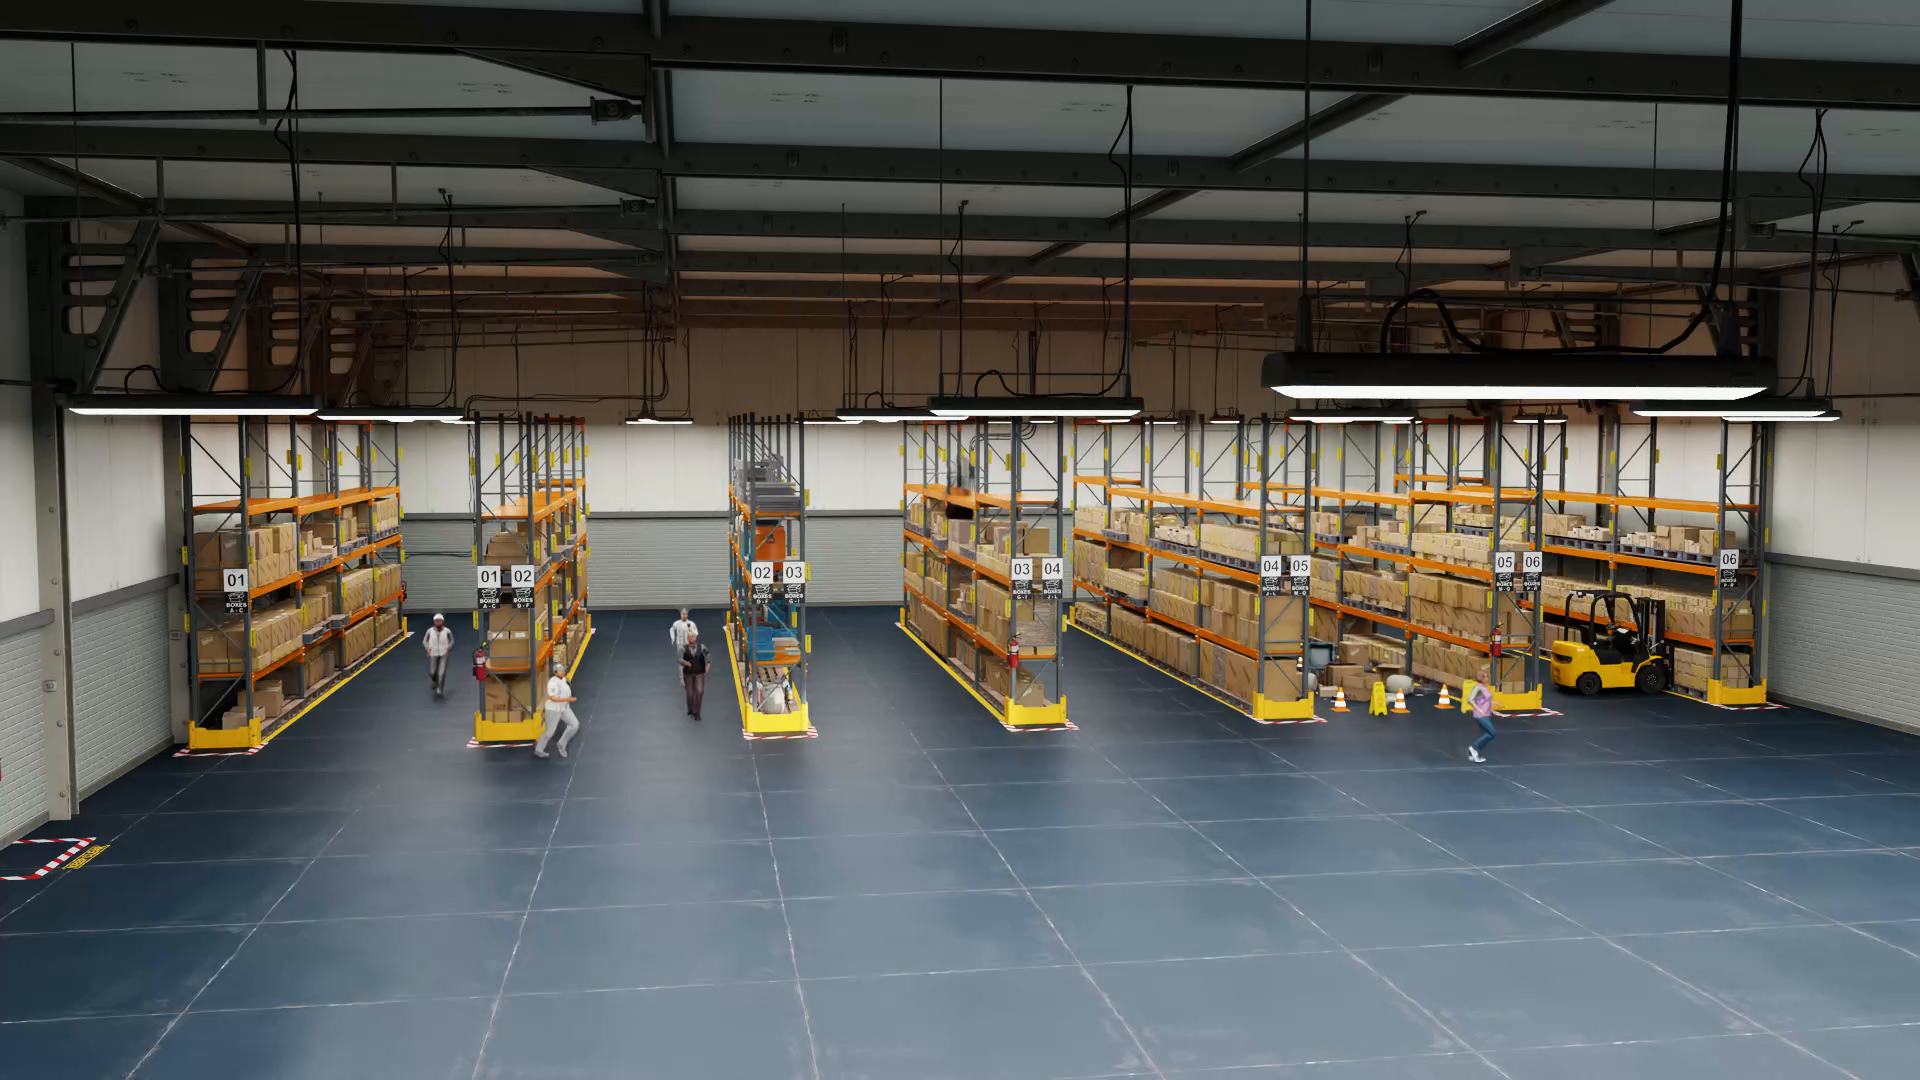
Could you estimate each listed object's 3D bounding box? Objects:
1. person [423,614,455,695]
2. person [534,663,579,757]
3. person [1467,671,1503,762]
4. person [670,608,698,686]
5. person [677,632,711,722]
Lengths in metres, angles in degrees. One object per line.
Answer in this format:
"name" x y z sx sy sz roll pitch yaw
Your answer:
"person" -11.124 2.443 35.500 0.643 1.726 0.577 -1 4 -15
"person" -6.936 2.942 28.696 0.828 1.646 0.590 2 4 23
"person" 8.940 3.007 28.299 0.550 1.559 0.527 2 4 30
"person" -6.124 2.346 36.945 0.611 1.676 0.906 -1 4 -12
"person" -5.205 2.676 32.572 0.659 1.750 0.751 0 4 -7
